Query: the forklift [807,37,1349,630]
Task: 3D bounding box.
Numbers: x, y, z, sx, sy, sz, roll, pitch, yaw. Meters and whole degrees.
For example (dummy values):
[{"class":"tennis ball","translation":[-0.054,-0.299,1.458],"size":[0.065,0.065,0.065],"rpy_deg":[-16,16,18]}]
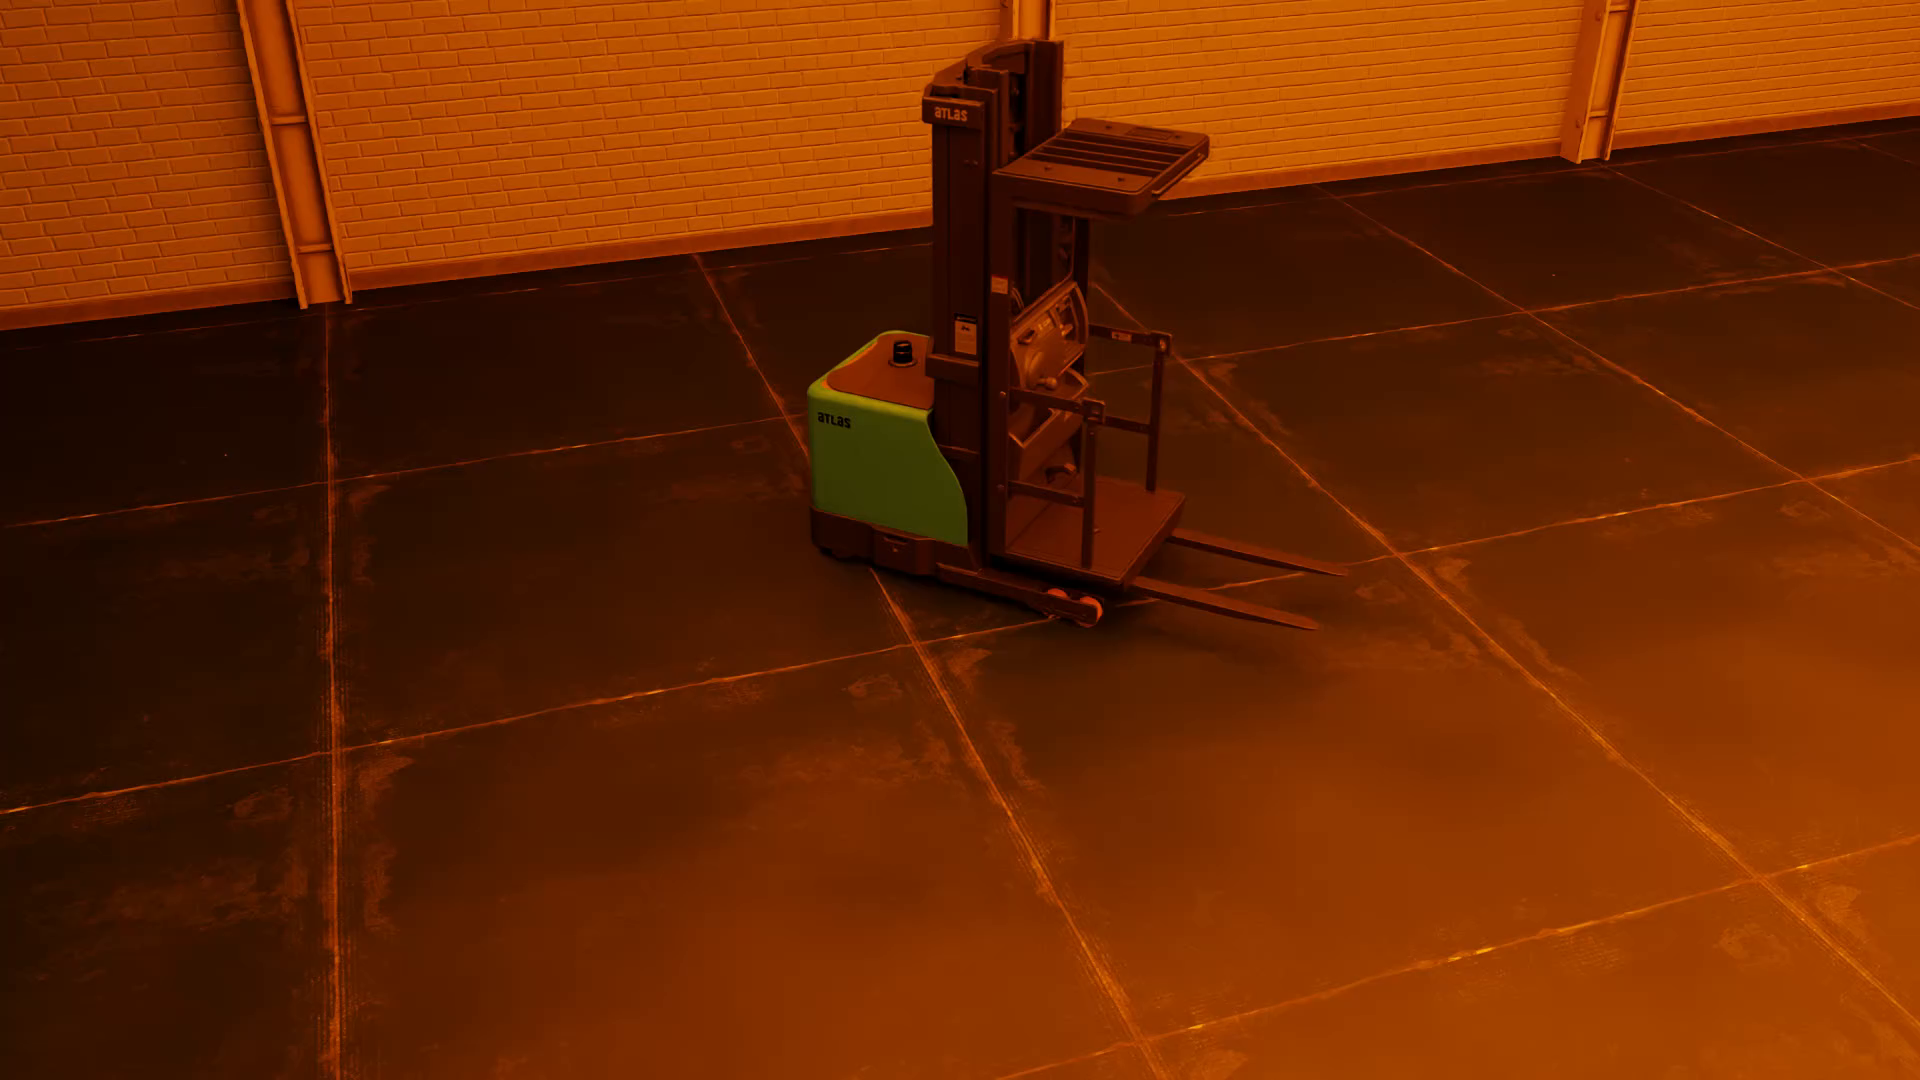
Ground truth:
[{"class":"forklift","translation":[0.671,-1.091,8.984],"size":[3.031,2.935,1.130],"rpy_deg":[14,33,23]}]
